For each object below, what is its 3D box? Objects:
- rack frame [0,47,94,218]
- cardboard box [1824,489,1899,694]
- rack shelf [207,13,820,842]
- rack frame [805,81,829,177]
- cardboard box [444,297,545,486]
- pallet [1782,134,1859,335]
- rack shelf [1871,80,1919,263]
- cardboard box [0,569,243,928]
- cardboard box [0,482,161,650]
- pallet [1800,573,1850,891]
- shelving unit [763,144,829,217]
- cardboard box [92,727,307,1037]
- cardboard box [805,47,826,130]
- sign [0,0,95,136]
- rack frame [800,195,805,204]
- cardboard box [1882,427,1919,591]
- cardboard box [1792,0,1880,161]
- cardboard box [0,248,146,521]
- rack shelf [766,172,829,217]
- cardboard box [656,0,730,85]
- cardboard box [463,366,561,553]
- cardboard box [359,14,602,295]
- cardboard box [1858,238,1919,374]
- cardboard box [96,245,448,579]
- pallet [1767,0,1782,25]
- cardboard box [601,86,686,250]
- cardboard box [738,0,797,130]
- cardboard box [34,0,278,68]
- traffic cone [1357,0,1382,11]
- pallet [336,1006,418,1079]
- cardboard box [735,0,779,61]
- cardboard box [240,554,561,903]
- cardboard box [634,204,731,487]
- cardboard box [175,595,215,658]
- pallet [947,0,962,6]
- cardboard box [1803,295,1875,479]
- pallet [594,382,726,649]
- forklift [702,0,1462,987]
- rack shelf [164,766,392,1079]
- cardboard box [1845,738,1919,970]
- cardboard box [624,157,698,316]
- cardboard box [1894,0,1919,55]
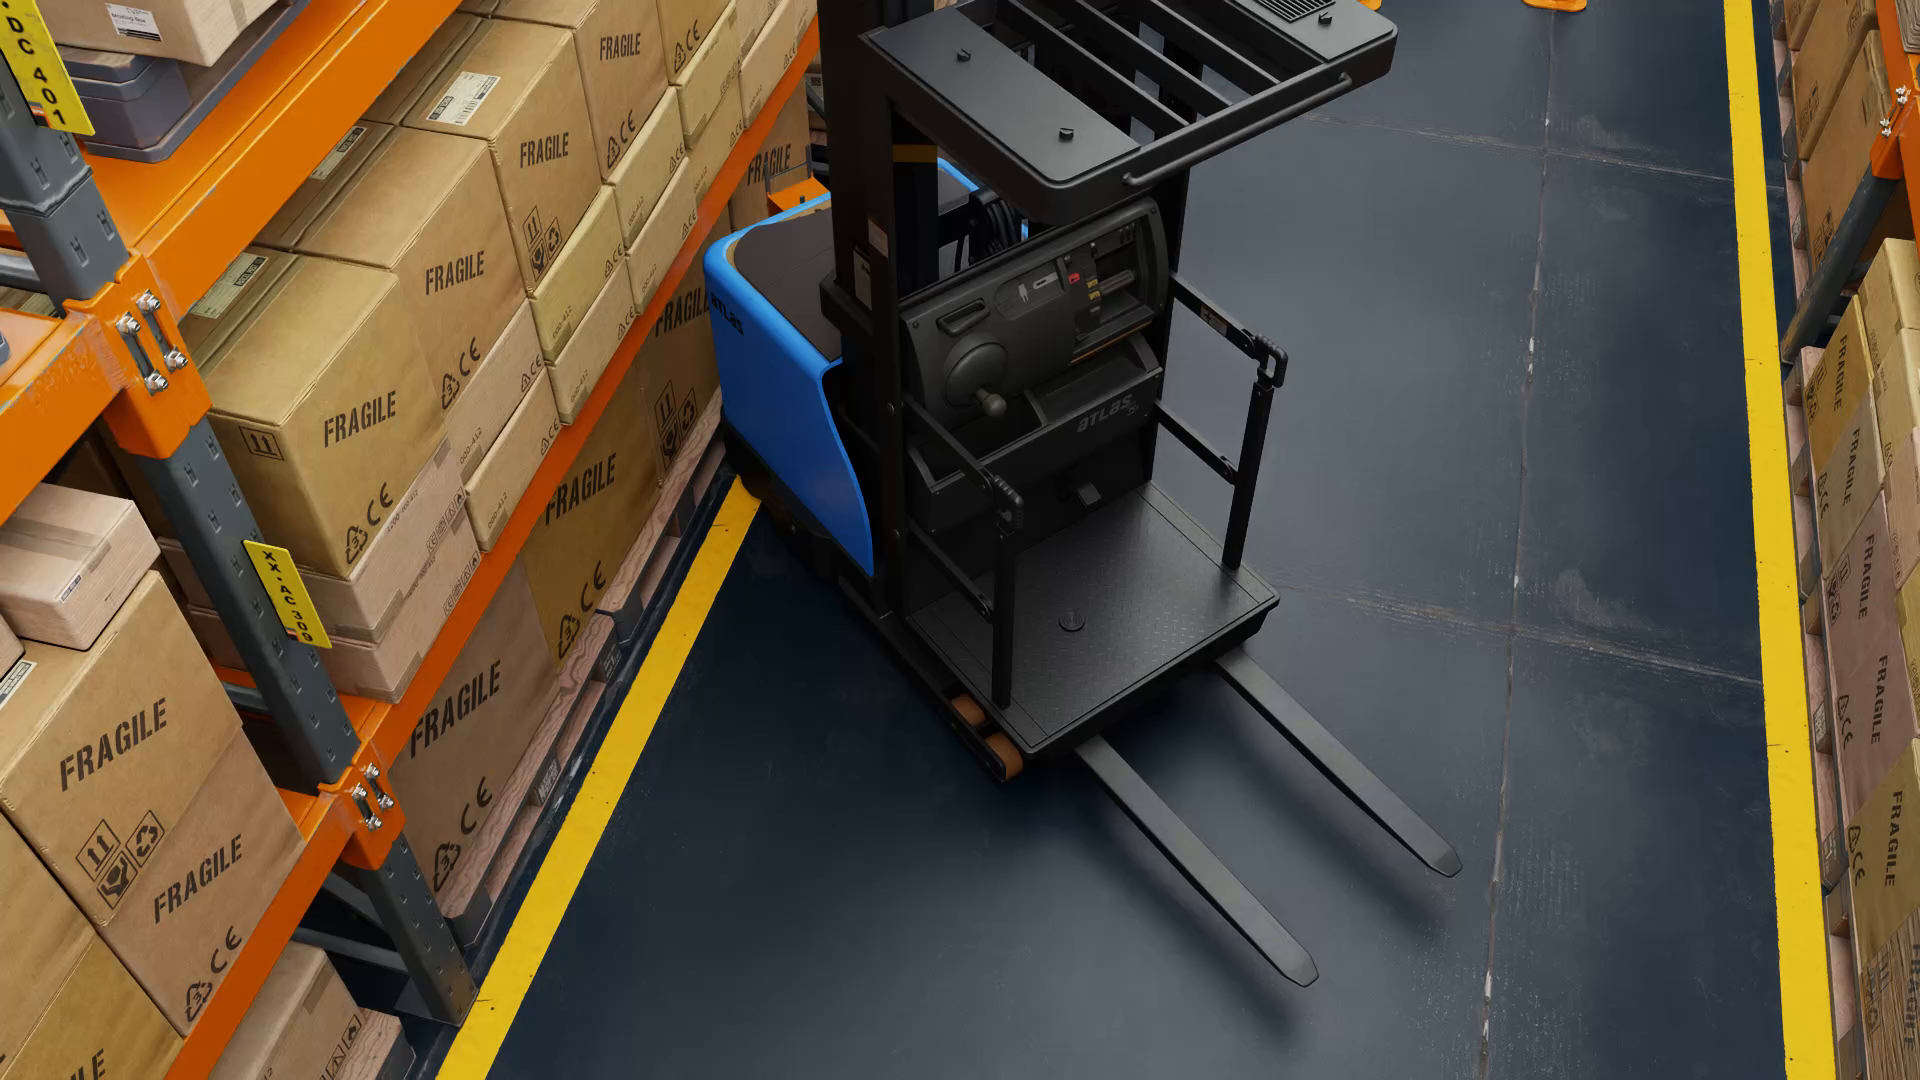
[{"bbox_3d":[-1.954,-1.662,1.715,1.000,3.000,0.127,12,50,10],"label":"rack frame"},{"bbox_3d":[3.209,0.219,5.443,0.500,0.500,0.500,10,49,9],"label":"cardboard box"},{"bbox_3d":[-1.428,-0.886,5.511,1.077,0.370,4.000,12,50,10],"label":"rack shelf"},{"bbox_3d":[-0.901,-2.570,6.518,1.000,3.000,0.127,12,50,10],"label":"rack frame"},{"bbox_3d":[-1.456,-0.438,4.403,0.500,0.250,0.500,12,50,11],"label":"cardboard box"},{"bbox_3d":[4.181,-1.299,7.256,1.003,0.211,1.213,12,50,10],"label":"pallet"},{"bbox_3d":[3.375,0.018,4.713,1.077,0.370,4.000,12,50,10],"label":"rack shelf"},{"bbox_3d":[-1.812,0.355,3.203,0.500,0.500,0.500,11,50,10],"label":"cardboard box"},{"bbox_3d":[-1.728,0.030,3.057,0.380,0.149,0.250,11,49,9],"label":"cardboard box"},{"bbox_3d":[3.371,0.701,5.491,1.003,0.211,1.213,12,50,10],"label":"pallet"},{"bbox_3d":[-0.563,-0.994,6.427,0.215,1.050,0.252,-29,55,-23],"label":"shelving unit"},{"bbox_3d":[-1.829,0.676,3.586,0.500,0.500,0.500,12,50,10],"label":"cardboard box"},{"bbox_3d":[-0.743,-2.246,7.705,0.950,0.372,0.625,9,49,7],"label":"cardboard box"},{"bbox_3d":[-1.418,-0.758,2.520,0.100,0.325,0.005,12,50,10],"label":"sign"},{"bbox_3d":[-0.490,-0.921,6.362,0.200,1.050,0.008,-29,55,-23],"label":"rack frame"},{"bbox_3d":[3.210,-0.053,5.183,0.500,0.250,0.500,12,50,10],"label":"cardboard box"},{"bbox_3d":[4.375,-2.117,7.338,1.050,0.750,0.750,12,50,11],"label":"cardboard box"},{"bbox_3d":[-2.079,-0.414,3.881,0.500,0.500,0.500,13,50,11],"label":"cardboard box"},{"bbox_3d":[-0.563,-1.175,6.222,0.215,0.259,0.240,-29,55,-23],"label":"rack shelf"},{"bbox_3d":[-1.049,-1.778,5.085,0.500,0.500,0.500,12,50,10],"label":"cardboard box"},{"bbox_3d":[-1.449,-0.268,4.586,0.500,0.250,0.500,10,49,9],"label":"cardboard box"},{"bbox_3d":[-1.319,-1.038,4.432,0.500,0.500,0.500,10,49,9],"label":"cardboard box"},{"bbox_3d":[3.486,-0.776,5.821,0.500,0.250,0.500,10,49,8],"label":"cardboard box"},{"bbox_3d":[-1.561,-0.303,3.783,0.500,0.500,0.500,12,50,10],"label":"cardboard box"},{"bbox_3d":[4.823,-3.064,8.814,1.003,0.211,1.213,12,50,10],"label":"pallet"},{"bbox_3d":[-1.166,-1.164,5.043,0.500,0.250,0.500,10,49,9],"label":"cardboard box"},{"bbox_3d":[-0.903,-1.731,5.877,0.500,0.250,0.500,12,50,11],"label":"cardboard box"},{"bbox_3d":[-1.485,-1.057,2.991,0.396,0.266,0.258,11,50,10],"label":"cardboard box"},{"bbox_3d":[2.064,-3.044,8.628,0.336,0.463,0.334,12,50,10],"label":"traffic cone"},{"bbox_3d":[-2.230,1.780,4.538,1.003,0.211,1.213,12,50,10],"label":"pallet"},{"bbox_3d":[-0.915,-1.914,5.705,0.500,0.250,0.500,10,49,9],"label":"cardboard box"},{"bbox_3d":[-1.868,0.423,5.013,0.875,0.875,0.875,13,50,11],"label":"cardboard box"},{"bbox_3d":[-1.402,-0.879,6.162,0.875,0.875,0.875,12,50,10],"label":"cardboard box"},{"bbox_3d":[-2.079,-0.002,4.351,0.500,0.250,0.500,10,49,9],"label":"cardboard box"},{"bbox_3d":[-0.371,-3.092,8.838,1.003,0.211,1.213,12,50,10],"label":"pallet"},{"bbox_3d":[3.469,-0.517,6.093,0.500,0.500,0.500,10,49,8],"label":"cardboard box"},{"bbox_3d":[-1.504,-0.213,6.297,1.003,0.211,1.213,12,50,10],"label":"pallet"},{"bbox_3d":[0.371,-0.590,4.816,1.130,2.935,3.031,-29,55,-23],"label":"forklift"},{"bbox_3d":[-2.480,2.008,2.957,1.077,0.370,4.000,12,50,10],"label":"rack shelf"},{"bbox_3d":[2.935,0.959,4.790,0.500,0.500,0.500,11,49,9],"label":"cardboard box"},{"bbox_3d":[-1.158,-0.996,5.228,0.500,0.250,0.500,11,49,9],"label":"cardboard box"},{"bbox_3d":[3.760,-2.078,6.017,0.500,0.500,0.500,12,50,10],"label":"cardboard box"}]
